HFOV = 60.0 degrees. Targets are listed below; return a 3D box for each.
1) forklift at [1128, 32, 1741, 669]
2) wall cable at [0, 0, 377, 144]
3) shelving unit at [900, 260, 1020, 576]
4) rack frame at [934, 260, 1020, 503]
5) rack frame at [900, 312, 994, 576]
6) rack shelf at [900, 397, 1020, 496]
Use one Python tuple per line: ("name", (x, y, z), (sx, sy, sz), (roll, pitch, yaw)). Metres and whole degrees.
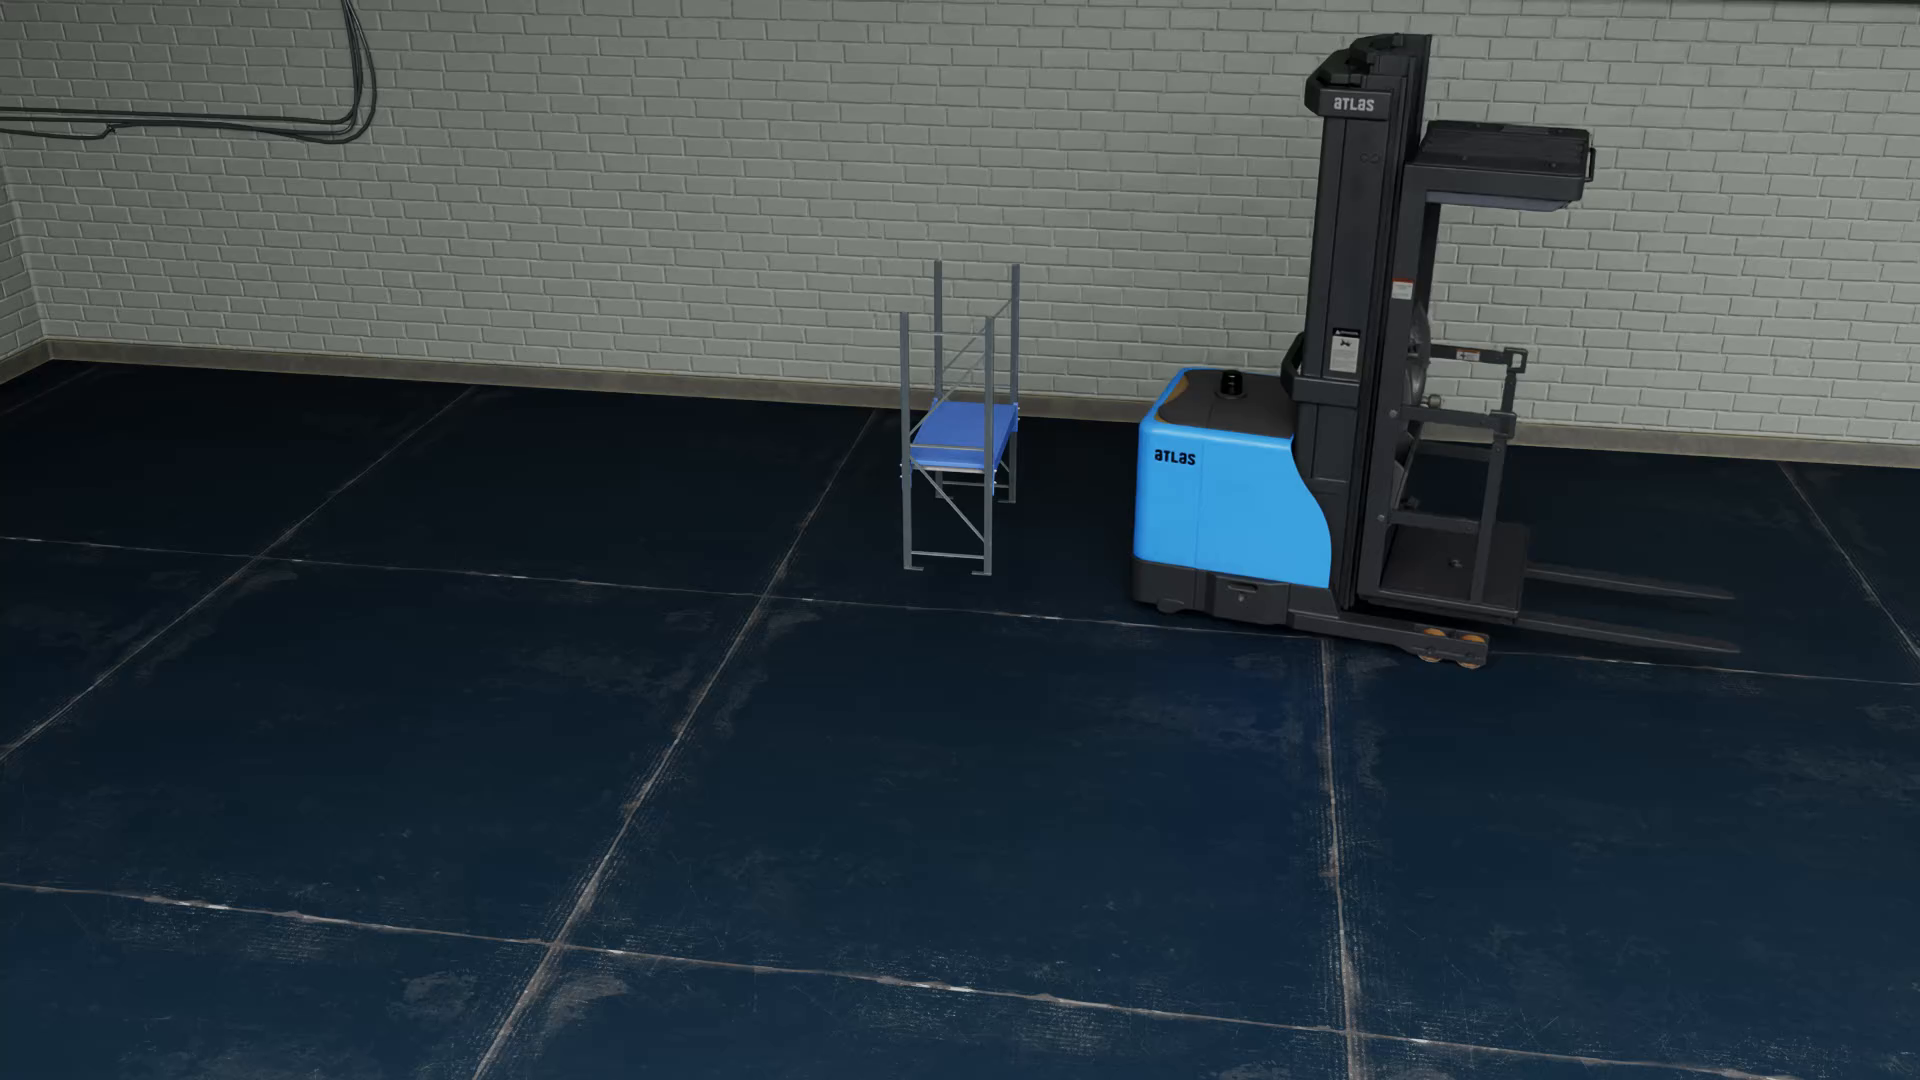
("forklift", (2.480, -0.935, 8.290), (3.031, 2.935, 1.130), (9, 26, 18))
("wall cable", (-5.519, -3.940, 11.216), (3.097, 2.526, 0.112), (4, 25, 9))
("shelving unit", (0.014, -0.715, 9.508), (0.538, 1.500, 1.048), (4, 25, 9))
("rack frame", (0.097, -0.928, 9.962), (0.500, 1.500, 0.032), (4, 25, 9))
("rack frame", (-0.069, -0.502, 9.054), (0.500, 1.500, 0.032), (4, 25, 9))
("rack shelf", (0.014, -0.552, 9.585), (0.538, 0.185, 1.000), (4, 25, 9))
